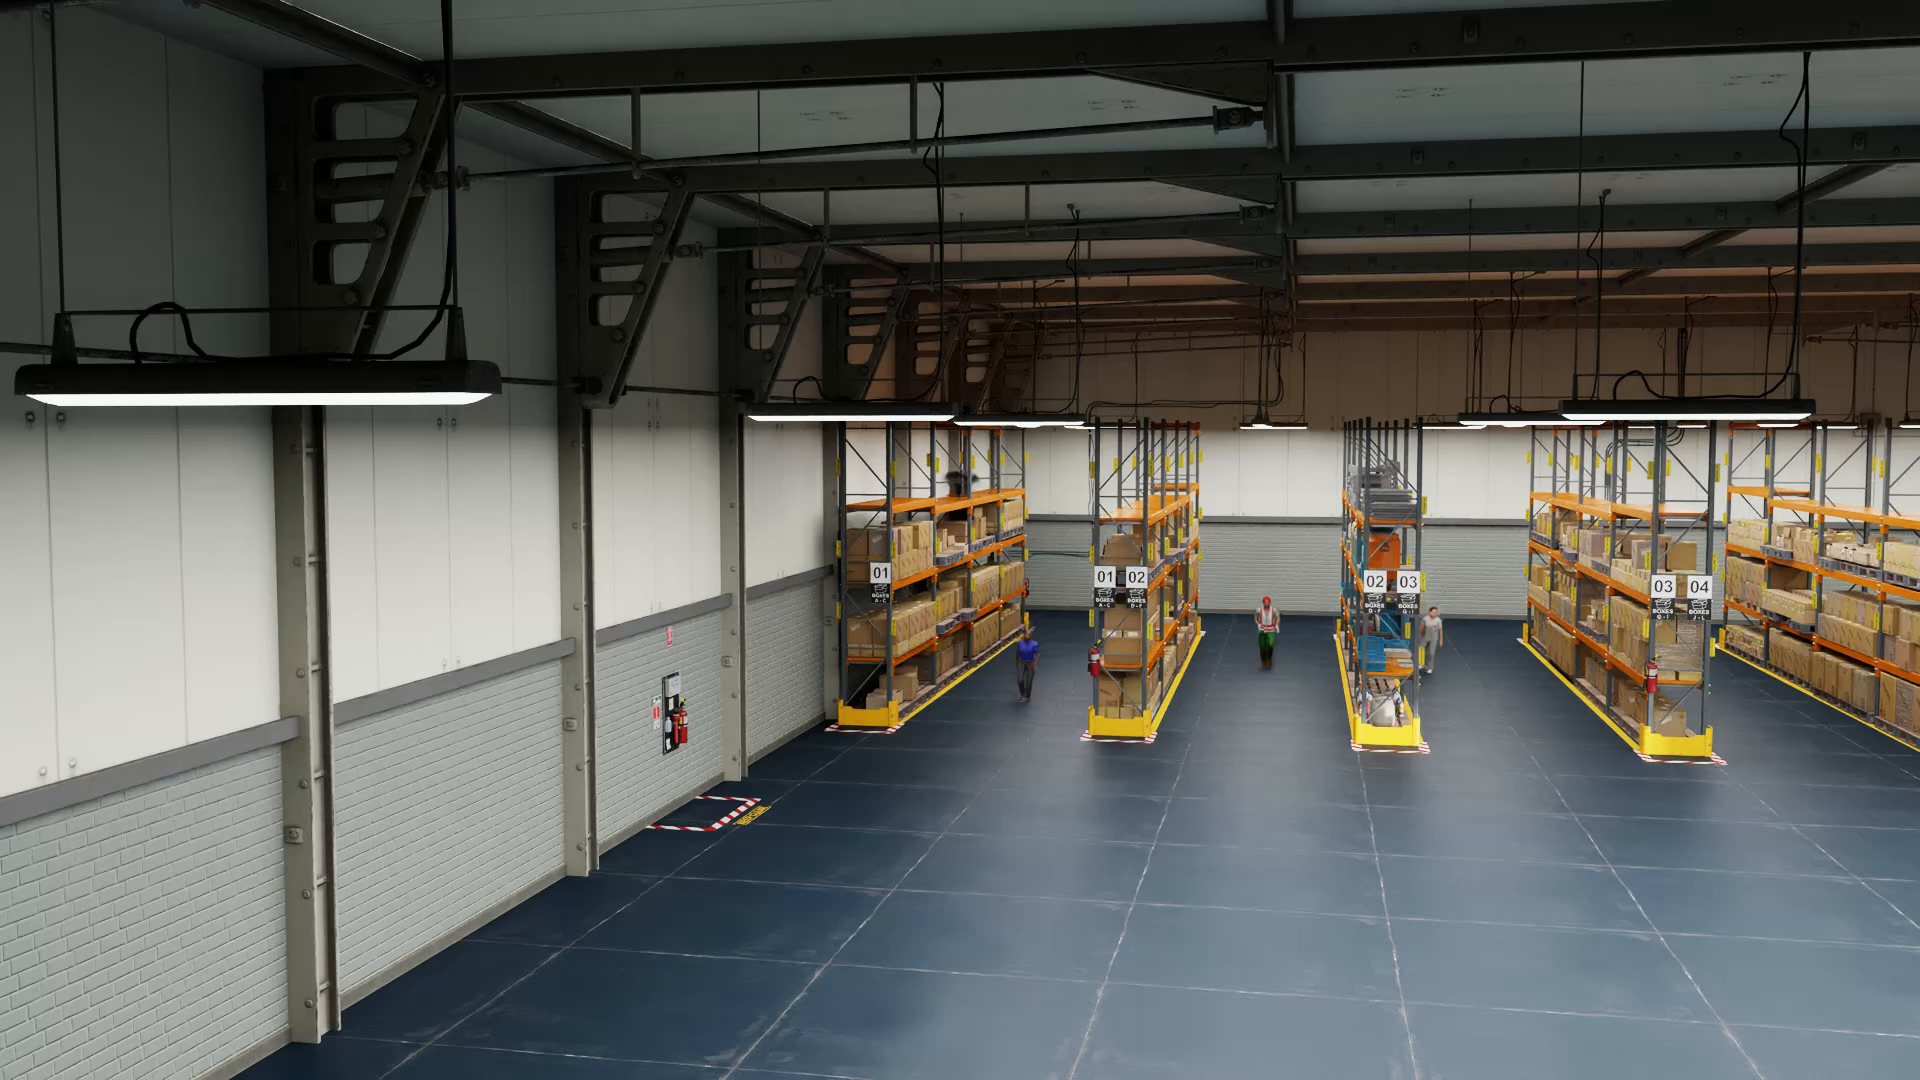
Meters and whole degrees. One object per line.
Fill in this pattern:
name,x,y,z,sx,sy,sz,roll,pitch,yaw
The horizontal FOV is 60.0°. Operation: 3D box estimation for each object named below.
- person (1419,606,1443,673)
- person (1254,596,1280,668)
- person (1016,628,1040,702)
person,11.155,2.341,39.438,0.610,1.590,0.551,2,4,22
person,7.443,2.232,40.313,0.606,1.758,0.770,1,4,9
person,1.411,2.651,34.942,0.572,1.582,0.757,1,4,9
